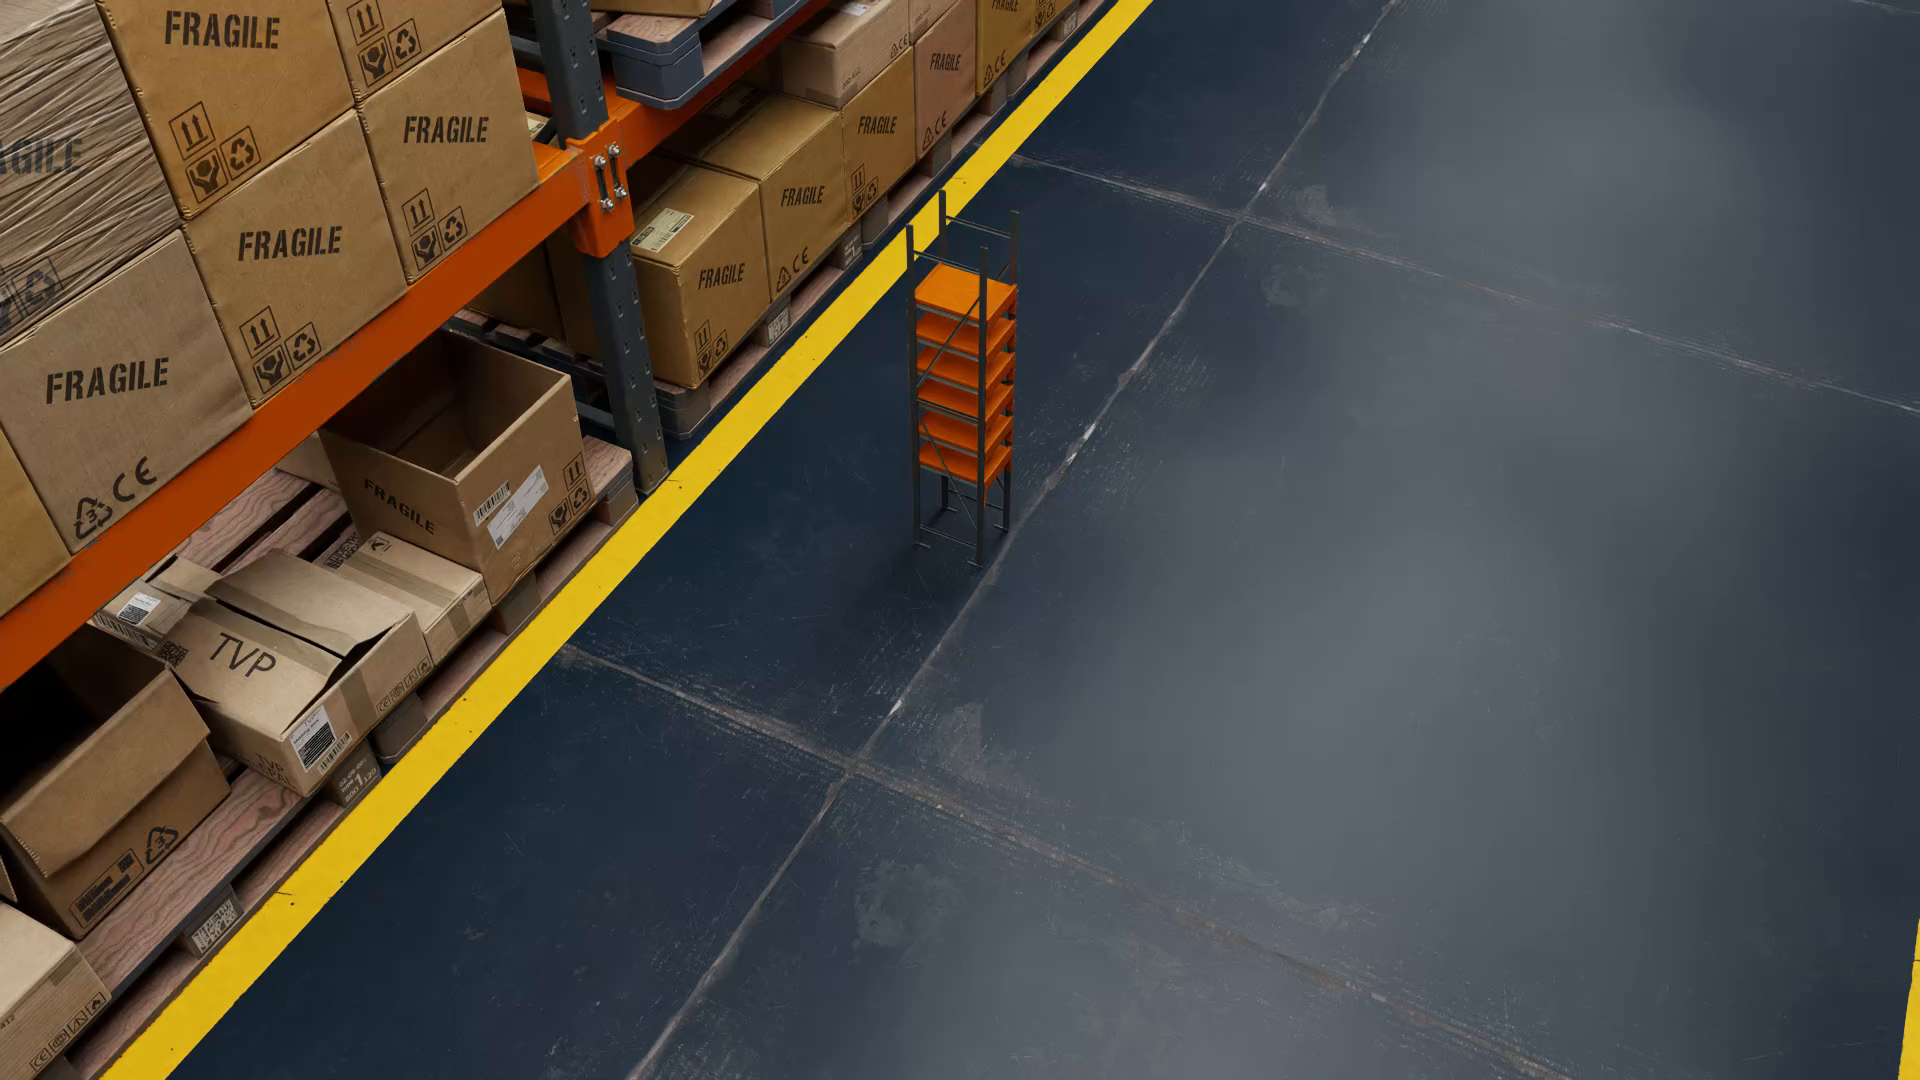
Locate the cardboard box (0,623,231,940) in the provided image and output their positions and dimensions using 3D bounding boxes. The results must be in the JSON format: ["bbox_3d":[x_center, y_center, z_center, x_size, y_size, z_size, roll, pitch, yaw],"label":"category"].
[{"bbox_3d":[-2.290,0.513,4.080,0.797,0.503,0.637,20,49,19],"label":"cardboard box"}]

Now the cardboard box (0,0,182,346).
[{"bbox_3d":[-1.897,-0.737,3.096,0.500,0.500,0.500,21,49,19],"label":"cardboard box"}]

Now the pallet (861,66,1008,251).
[{"bbox_3d":[-0.513,-1.712,6.793,1.003,0.211,1.213,20,49,19],"label":"pallet"}]

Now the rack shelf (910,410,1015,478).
[{"bbox_3d":[0.007,-0.315,4.949,0.258,0.103,0.180,20,49,19],"label":"rack shelf"}]

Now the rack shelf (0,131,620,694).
[{"bbox_3d":[-2.351,0.117,3.531,1.077,0.370,4.000,20,49,19],"label":"rack shelf"}]

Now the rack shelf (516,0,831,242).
[{"bbox_3d":[-0.494,-2.403,6.021,1.077,0.370,4.000,20,49,19],"label":"rack shelf"}]

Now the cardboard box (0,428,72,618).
[{"bbox_3d":[-2.136,-0.060,3.130,0.500,0.500,0.500,21,49,20],"label":"cardboard box"}]

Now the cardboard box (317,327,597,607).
[{"bbox_3d":[-1.436,-0.219,4.806,0.500,0.500,0.500,20,49,19],"label":"cardboard box"}]

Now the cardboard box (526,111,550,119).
[{"bbox_3d":[-1.210,-1.386,5.959,0.500,0.500,0.500,21,49,19],"label":"cardboard box"}]

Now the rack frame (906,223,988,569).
[{"bbox_3d":[-0.036,-0.373,4.775,0.240,1.200,0.006,20,49,19],"label":"rack frame"}]

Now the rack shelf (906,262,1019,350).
[{"bbox_3d":[0.007,-0.653,4.608,0.258,0.103,0.180,20,49,19],"label":"rack shelf"}]

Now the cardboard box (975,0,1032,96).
[{"bbox_3d":[-0.032,-2.199,6.762,0.500,0.500,0.500,19,48,18],"label":"cardboard box"}]

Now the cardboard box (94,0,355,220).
[{"bbox_3d":[-1.663,-1.054,3.410,0.500,0.500,0.500,20,49,18],"label":"cardboard box"}]

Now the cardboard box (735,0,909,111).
[{"bbox_3d":[-0.518,-1.789,5.830,0.500,0.250,0.500,21,49,19],"label":"cardboard box"}]

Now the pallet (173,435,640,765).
[{"bbox_3d":[-1.742,0.017,5.085,1.003,0.211,1.213,20,49,19],"label":"pallet"}]

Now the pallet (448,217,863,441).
[{"bbox_3d":[-1.078,-0.940,6.031,1.003,0.211,1.213,20,49,19],"label":"pallet"}]

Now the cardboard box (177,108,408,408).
[{"bbox_3d":[-1.665,-0.706,3.768,0.500,0.500,0.500,22,49,20],"label":"cardboard box"}]

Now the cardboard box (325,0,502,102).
[{"bbox_3d":[-1.428,-1.378,3.730,0.500,0.500,0.500,21,49,19],"label":"cardboard box"}]

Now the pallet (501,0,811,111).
[{"bbox_3d":[-0.955,-1.795,5.050,1.003,0.211,1.213,20,49,19],"label":"pallet"}]

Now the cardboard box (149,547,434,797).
[{"bbox_3d":[-1.784,0.320,4.406,0.500,0.311,0.500,20,49,19],"label":"cardboard box"}]

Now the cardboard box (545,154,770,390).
[{"bbox_3d":[-0.982,-0.896,5.475,0.500,0.500,0.500,18,48,17],"label":"cardboard box"}]

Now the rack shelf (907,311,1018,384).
[{"bbox_3d":[0.007,-0.568,4.693,0.258,0.103,0.180,20,49,19],"label":"rack shelf"}]

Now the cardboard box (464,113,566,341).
[{"bbox_3d":[-1.447,-1.077,5.654,0.500,0.500,0.500,20,49,19],"label":"cardboard box"}]

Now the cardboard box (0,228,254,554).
[{"bbox_3d":[-1.902,-0.381,3.448,0.500,0.500,0.500,22,49,20],"label":"cardboard box"}]

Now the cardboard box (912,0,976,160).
[{"bbox_3d":[-0.271,-1.866,6.434,0.500,0.500,0.500,19,48,18],"label":"cardboard box"}]

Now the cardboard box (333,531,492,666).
[{"bbox_3d":[-1.557,0.161,4.677,0.380,0.149,0.250,20,49,19],"label":"cardboard box"}]

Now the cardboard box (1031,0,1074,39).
[{"bbox_3d":[0.208,-2.525,7.084,0.500,0.500,0.500,22,49,21],"label":"cardboard box"}]

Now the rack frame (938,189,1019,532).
[{"bbox_3d":[0.049,-0.489,4.889,0.240,1.200,0.006,20,49,19],"label":"rack frame"}]

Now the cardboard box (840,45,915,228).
[{"bbox_3d":[-0.506,-1.548,6.119,0.500,0.500,0.500,21,49,20],"label":"cardboard box"}]

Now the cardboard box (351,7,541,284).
[{"bbox_3d":[-1.427,-1.031,4.090,0.500,0.500,0.500,21,49,20],"label":"cardboard box"}]

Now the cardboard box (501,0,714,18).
[{"bbox_3d":[-1.004,-1.803,4.557,0.700,0.500,0.500,6,46,6],"label":"cardboard box"}]

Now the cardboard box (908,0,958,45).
[{"bbox_3d":[-0.285,-2.106,6.143,0.500,0.250,0.500,20,49,18],"label":"cardboard box"}]

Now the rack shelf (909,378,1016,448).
[{"bbox_3d":[0.007,-0.400,4.864,0.258,0.103,0.180,20,49,19],"label":"rack shelf"}]

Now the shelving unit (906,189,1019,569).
[{"bbox_3d":[0.007,-0.431,4.832,0.258,1.200,0.189,20,49,19],"label":"shelving unit"}]

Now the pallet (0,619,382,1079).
[{"bbox_3d":[-2.307,0.789,4.322,1.003,0.211,1.213,20,49,19],"label":"pallet"}]

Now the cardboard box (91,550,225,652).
[{"bbox_3d":[-2.202,0.187,4.639,0.380,0.166,0.250,20,49,19],"label":"cardboard box"}]

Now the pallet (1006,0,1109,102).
[{"bbox_3d":[0.054,-2.477,7.550,1.003,0.211,1.213,20,49,19],"label":"pallet"}]

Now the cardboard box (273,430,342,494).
[{"bbox_3d":[-1.809,-0.412,5.129,0.500,0.311,0.500,20,49,19],"label":"cardboard box"}]

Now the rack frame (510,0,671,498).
[{"bbox_3d":[-1.422,-1.396,4.520,1.000,3.000,0.127,20,49,19],"label":"rack frame"}]

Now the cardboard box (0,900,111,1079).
[{"bbox_3d":[-2.311,1.057,3.720,0.500,0.250,0.500,20,49,19],"label":"cardboard box"}]

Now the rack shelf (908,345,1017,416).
[{"bbox_3d":[0.007,-0.484,4.779,0.258,0.103,0.180,20,49,19],"label":"rack shelf"}]

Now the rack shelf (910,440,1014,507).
[{"bbox_3d":[0.007,-0.231,5.035,0.258,0.103,0.180,20,49,19],"label":"rack shelf"}]

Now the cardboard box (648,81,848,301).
[{"bbox_3d":[-0.744,-1.235,5.810,0.500,0.500,0.500,21,49,20],"label":"cardboard box"}]
